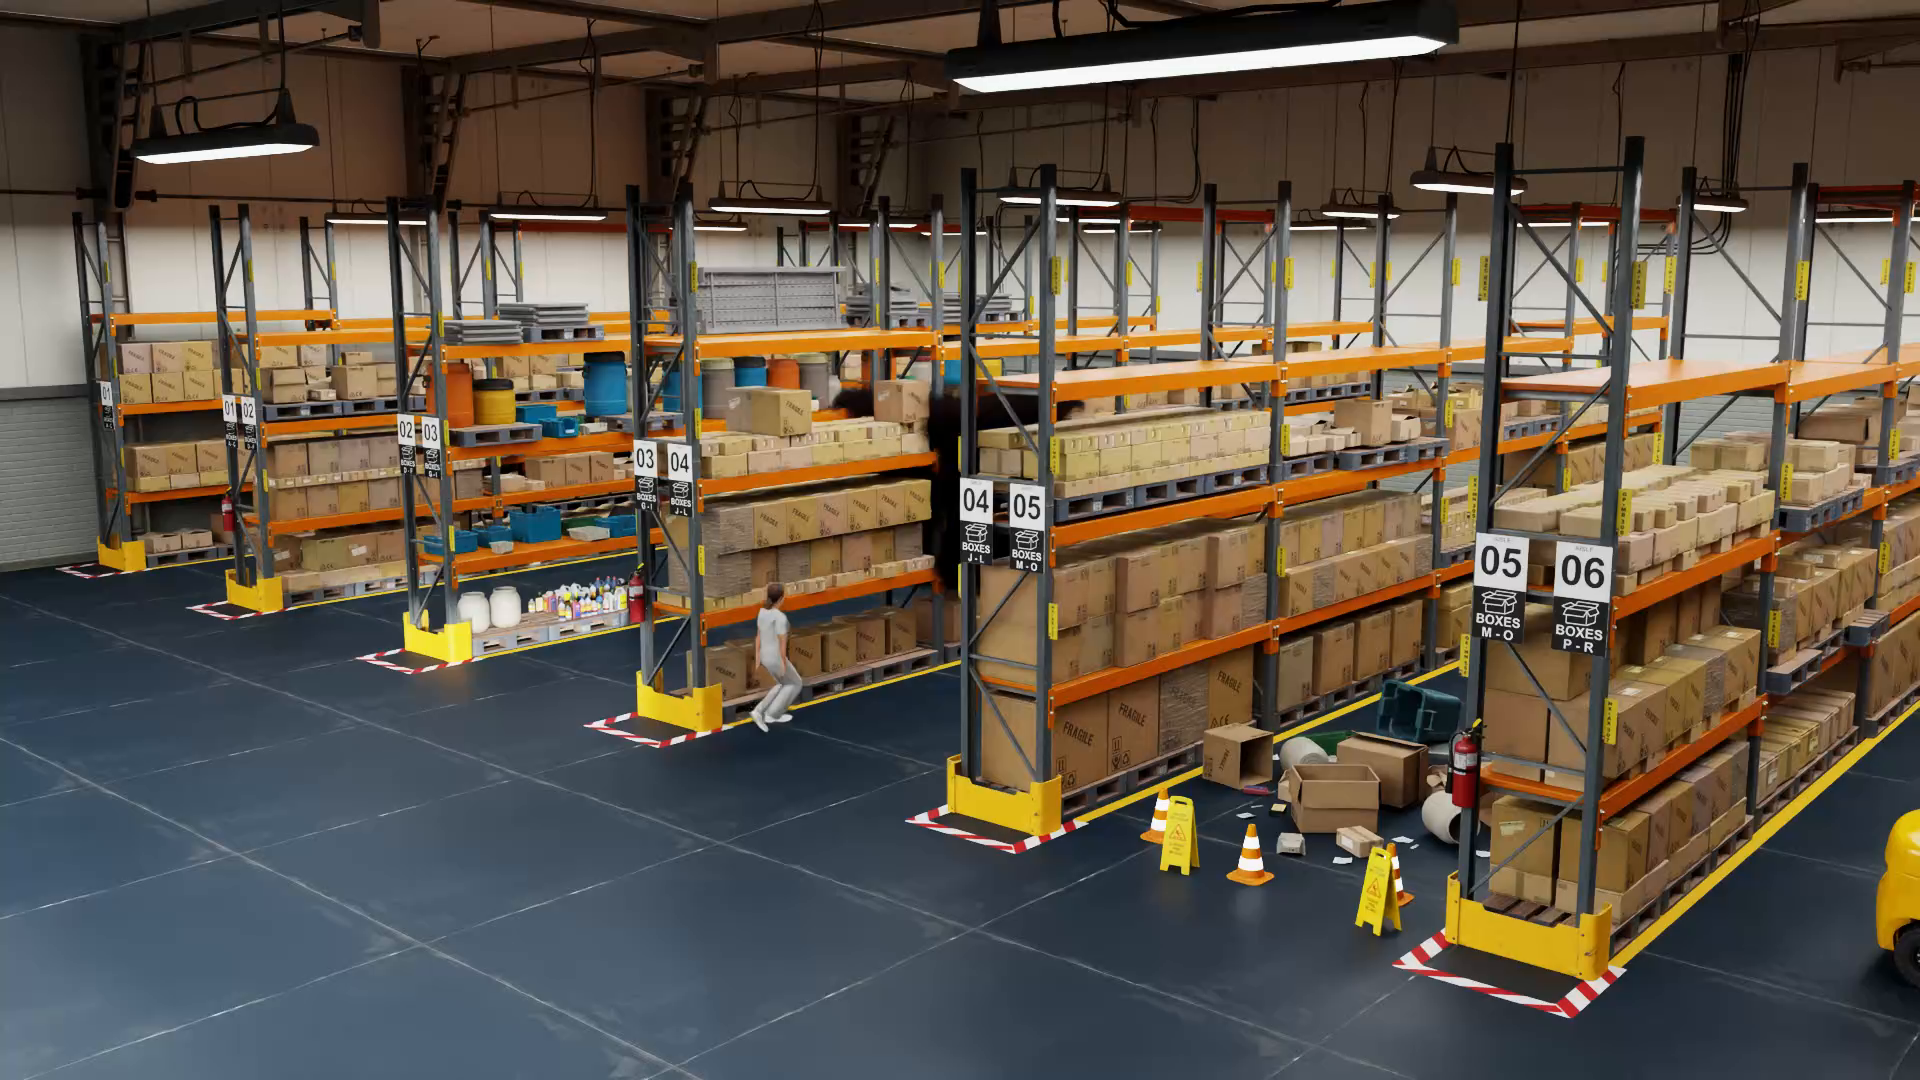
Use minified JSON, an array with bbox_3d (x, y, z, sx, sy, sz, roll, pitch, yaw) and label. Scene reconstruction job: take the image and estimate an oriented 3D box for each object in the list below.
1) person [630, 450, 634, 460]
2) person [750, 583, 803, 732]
[{"bbox_3d":[-6.376,-1.229,33.430,0.508,1.721,0.996,7,12,35],"label":"person"},{"bbox_3d":[-1.968,1.276,17.777,0.548,1.646,0.435,-3,10,-15],"label":"person"}]
